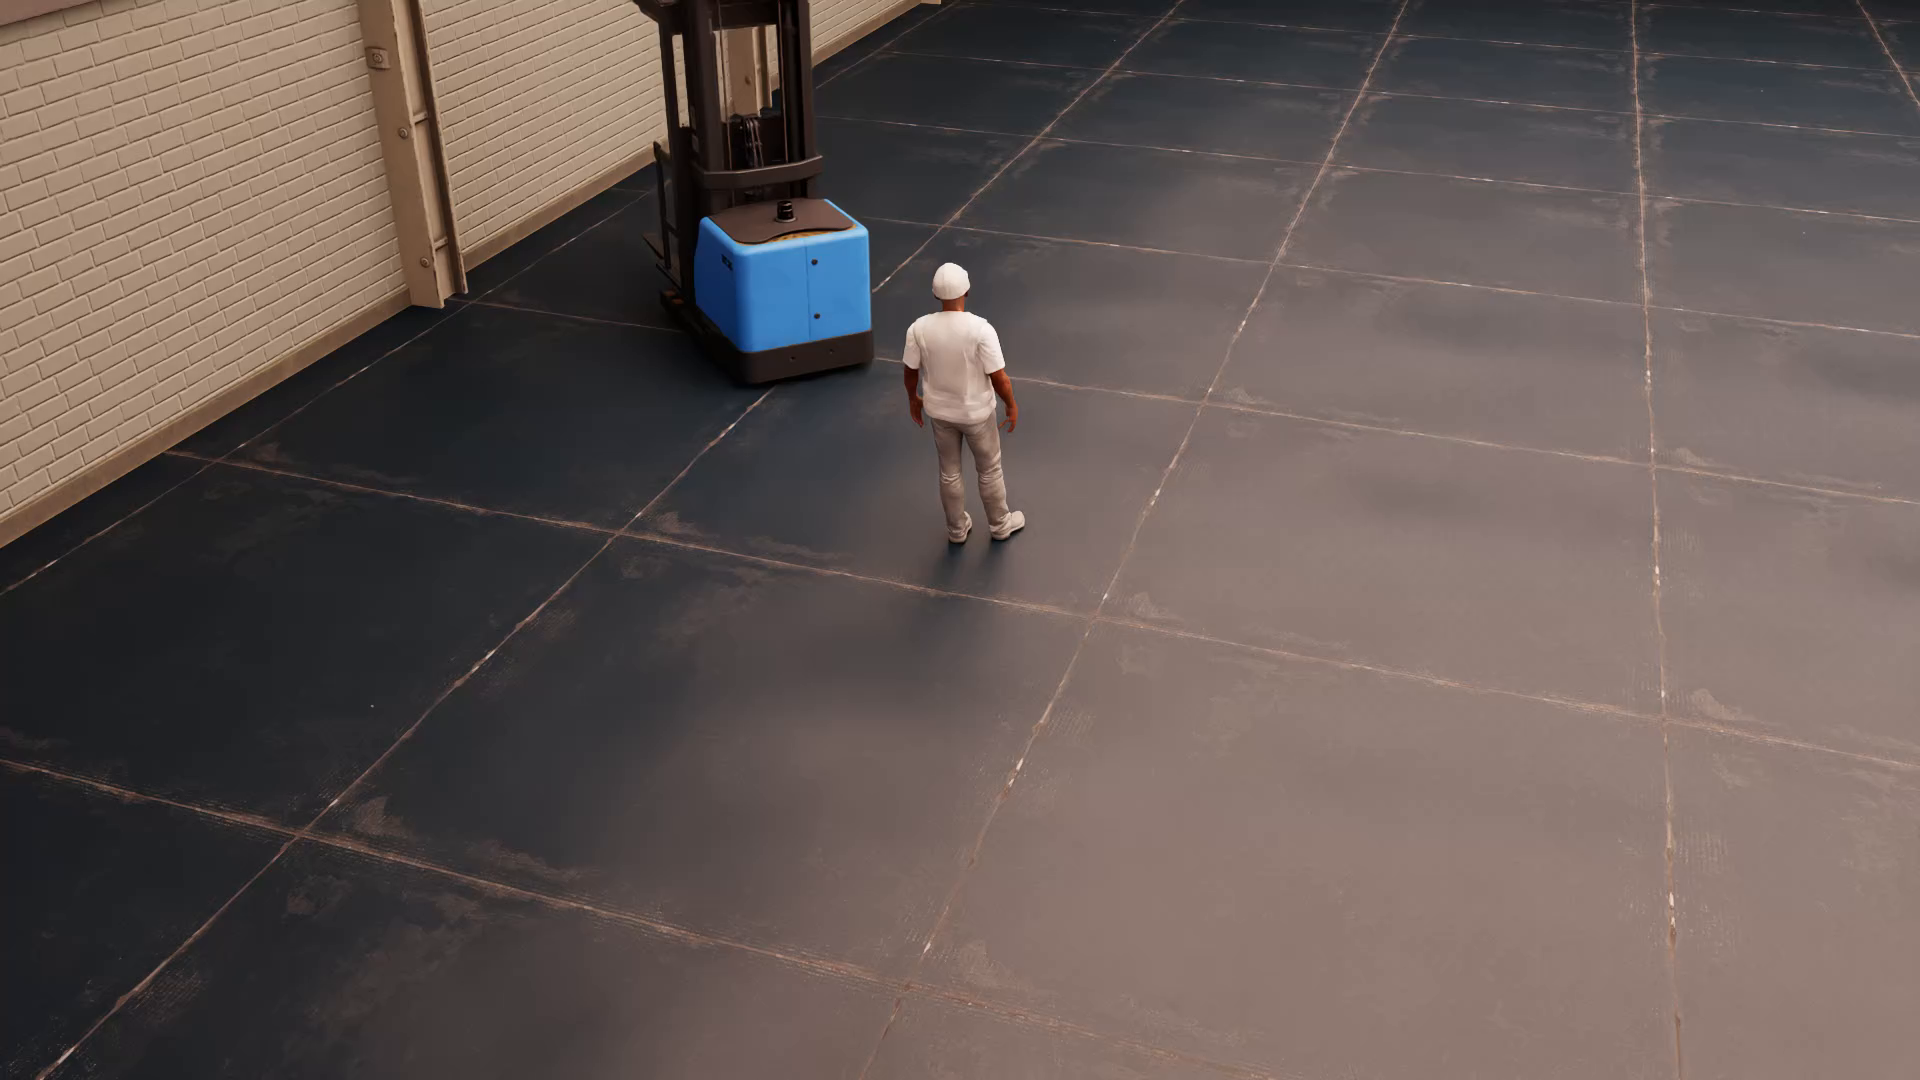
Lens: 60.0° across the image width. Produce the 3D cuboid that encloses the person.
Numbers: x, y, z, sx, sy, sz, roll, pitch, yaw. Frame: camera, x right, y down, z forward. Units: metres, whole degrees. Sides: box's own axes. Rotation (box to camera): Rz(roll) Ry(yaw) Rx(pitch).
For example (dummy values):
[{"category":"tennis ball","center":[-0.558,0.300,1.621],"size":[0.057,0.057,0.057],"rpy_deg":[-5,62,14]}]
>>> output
[{"category":"person","center":[0.028,-0.805,9.710],"size":[0.665,1.766,0.576],"rpy_deg":[10,31,16]}]

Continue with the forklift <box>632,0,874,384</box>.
[{"category":"forklift","center":[-1.743,-3.100,12.574],"size":[1.130,2.935,3.031],"rpy_deg":[-14,32,-23]}]
